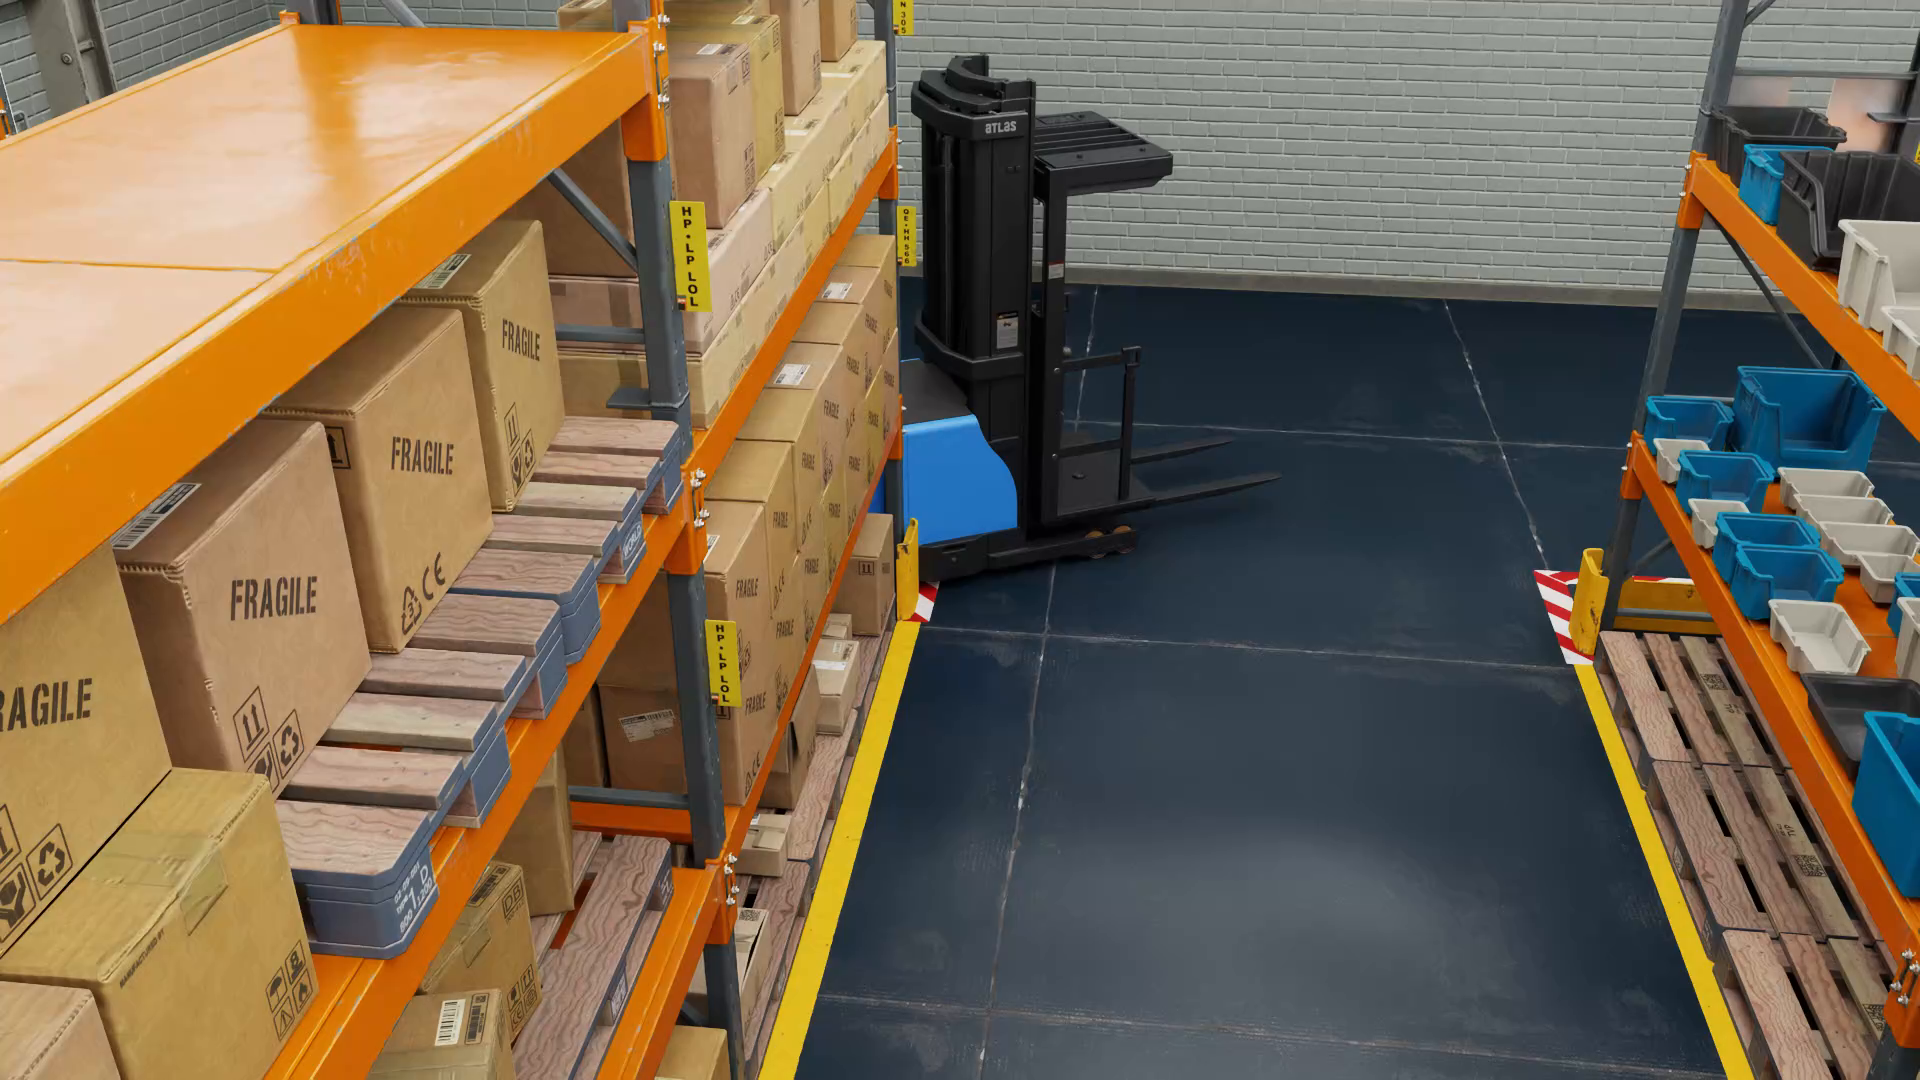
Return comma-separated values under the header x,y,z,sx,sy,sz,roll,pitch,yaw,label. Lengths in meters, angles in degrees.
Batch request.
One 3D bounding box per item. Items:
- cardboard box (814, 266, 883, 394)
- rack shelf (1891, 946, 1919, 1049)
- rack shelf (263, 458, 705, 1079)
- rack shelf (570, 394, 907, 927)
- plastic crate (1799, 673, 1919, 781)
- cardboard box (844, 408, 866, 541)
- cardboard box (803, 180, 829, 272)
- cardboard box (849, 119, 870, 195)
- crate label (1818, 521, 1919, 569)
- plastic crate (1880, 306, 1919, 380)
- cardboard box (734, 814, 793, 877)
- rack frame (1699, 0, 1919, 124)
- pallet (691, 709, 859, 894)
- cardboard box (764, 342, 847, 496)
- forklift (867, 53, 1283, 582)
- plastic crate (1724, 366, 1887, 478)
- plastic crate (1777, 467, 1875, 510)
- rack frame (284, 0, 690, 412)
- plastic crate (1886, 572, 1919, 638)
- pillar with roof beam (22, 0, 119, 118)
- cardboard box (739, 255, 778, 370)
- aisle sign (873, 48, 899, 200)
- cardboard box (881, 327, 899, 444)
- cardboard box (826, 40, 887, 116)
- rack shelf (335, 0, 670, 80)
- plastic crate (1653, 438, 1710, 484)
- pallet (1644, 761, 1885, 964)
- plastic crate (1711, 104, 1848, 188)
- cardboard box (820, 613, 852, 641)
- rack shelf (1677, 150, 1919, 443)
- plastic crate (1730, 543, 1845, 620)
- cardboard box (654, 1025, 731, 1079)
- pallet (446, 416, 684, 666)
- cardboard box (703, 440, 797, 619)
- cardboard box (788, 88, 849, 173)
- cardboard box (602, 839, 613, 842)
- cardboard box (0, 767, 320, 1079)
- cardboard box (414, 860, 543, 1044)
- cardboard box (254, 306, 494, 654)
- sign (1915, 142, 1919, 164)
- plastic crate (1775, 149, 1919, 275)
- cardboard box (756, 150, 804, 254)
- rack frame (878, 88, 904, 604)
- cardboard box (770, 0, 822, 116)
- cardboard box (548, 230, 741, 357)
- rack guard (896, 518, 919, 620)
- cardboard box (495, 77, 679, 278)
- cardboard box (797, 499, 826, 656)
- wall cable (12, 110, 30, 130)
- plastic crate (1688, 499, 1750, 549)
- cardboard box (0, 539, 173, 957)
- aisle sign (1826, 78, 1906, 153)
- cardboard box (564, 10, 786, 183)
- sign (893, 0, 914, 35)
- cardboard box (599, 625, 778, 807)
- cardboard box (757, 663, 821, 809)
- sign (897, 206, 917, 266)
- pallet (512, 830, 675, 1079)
x,y,z,sx,sy,sz,roll,pitch,yaw,label
-0.673,-1.021,8.116,0.500,0.500,0.500,4,29,8,cardboard box
3.350,2.430,3.627,1.077,0.370,4.000,3,28,6,rack shelf
-1.566,0.820,3.453,1.077,0.370,4.000,3,28,6,rack shelf
-1.076,0.258,7.660,1.077,0.370,4.000,3,28,6,rack shelf
3.465,0.724,6.262,0.437,0.125,0.590,3,28,6,plastic crate
-0.742,-0.339,7.903,0.500,0.500,0.500,4,29,7,cardboard box
-0.830,-1.293,6.774,0.500,0.250,0.500,3,28,6,cardboard box
-0.704,-1.763,7.648,0.500,0.250,0.500,3,28,6,cardboard box
4.105,0.041,7.517,0.396,0.136,0.243,3,28,6,crate label
3.373,-0.653,5.707,0.293,0.136,0.466,3,28,6,plastic crate
-0.958,1.343,7.409,0.380,0.166,0.250,3,28,6,cardboard box
4.085,-3.352,7.276,1.000,3.000,0.127,3,28,6,rack frame
-1.089,1.211,8.072,1.003,0.211,1.213,3,28,6,pallet
-0.795,-0.535,7.213,0.500,0.500,0.500,4,29,8,cardboard box
0.581,-1.398,10.046,3.031,2.935,1.130,-10,30,-19,forklift
4.229,-0.584,8.364,0.616,0.435,0.499,3,28,6,plastic crate
4.165,-0.227,8.015,0.396,0.136,0.243,3,28,6,plastic crate
-1.321,-1.759,4.319,1.000,3.000,0.127,3,28,6,rack frame
4.088,0.318,6.902,0.416,0.233,0.300,3,28,6,plastic crate
-2.002,-4.999,10.333,9.100,9.000,0.400,3,28,6,pillar with roof beam
-0.950,-0.822,5.900,0.500,0.250,0.500,3,28,6,cardboard box
-0.518,-2.159,8.646,0.394,0.787,0.004,3,28,6,aisle sign
-0.615,-0.818,8.792,0.500,0.500,0.500,4,29,8,cardboard box
-0.640,-2.218,7.966,0.500,0.250,0.500,3,28,6,cardboard box
-1.076,-2.382,6.238,1.077,0.370,4.000,3,28,6,rack shelf
3.607,-0.378,8.296,0.250,0.136,0.298,3,28,6,plastic crate
3.794,1.475,7.581,1.003,0.211,1.213,3,28,6,pallet
3.761,-1.809,7.712,0.497,0.269,0.590,3,28,6,plastic crate
-0.792,0.509,8.958,0.380,0.166,0.250,3,28,6,cardboard box
3.840,-0.773,6.411,1.077,0.370,4.000,3,28,6,rack shelf
3.530,0.195,7.131,0.416,0.233,0.300,3,28,6,plastic crate
-1.097,2.038,5.768,0.500,0.500,0.500,3,28,6,cardboard box
-1.470,-0.052,4.512,1.213,0.211,1.003,3,28,6,pallet
-0.921,-0.050,6.313,0.500,0.500,0.500,2,28,5,cardboard box
-0.766,-1.748,7.092,0.500,0.250,0.500,3,28,6,cardboard box
-1.532,1.505,6.758,0.500,0.500,0.500,3,28,6,cardboard box
-1.665,0.709,2.796,0.910,0.500,0.500,3,28,6,cardboard box
-1.622,1.191,4.621,0.700,0.500,0.500,8,29,14,cardboard box
-1.515,-0.162,3.864,0.600,0.600,0.600,3,28,6,cardboard box
4.633,-1.961,7.967,0.100,0.325,0.005,3,28,6,sign
3.625,-1.301,6.697,0.504,0.338,0.767,3,28,6,plastic crate
-0.882,-1.277,6.218,0.500,0.250,0.500,3,28,6,cardboard box
-0.831,-1.000,9.236,1.000,3.000,0.127,3,28,6,rack frame
-0.977,-2.090,6.937,0.700,0.500,0.500,3,28,6,cardboard box
-1.014,-0.807,5.345,0.500,0.250,0.500,3,28,6,cardboard box
-0.840,0.136,9.763,1.175,0.500,0.348,3,28,6,rack guard
-1.299,-1.153,5.198,0.700,0.500,0.500,3,28,6,cardboard box
-0.865,0.138,7.018,0.500,0.500,0.500,3,28,6,cardboard box
-6.529,-2.392,10.747,0.084,1.984,1.851,3,28,6,wall cable
3.523,-0.059,7.703,0.250,0.136,0.298,3,28,6,plastic crate
-1.626,0.275,2.546,0.500,0.500,0.500,3,28,6,cardboard box
4.385,-1.872,8.114,0.394,0.787,0.004,3,28,6,aisle sign
-1.042,-1.616,6.057,0.700,0.500,0.500,3,28,6,cardboard box
-0.282,-2.669,8.238,0.100,0.325,0.005,3,28,6,sign
-0.988,0.614,6.134,0.500,0.500,0.500,4,29,8,cardboard box
-1.096,0.903,7.871,0.797,0.503,0.637,3,28,6,cardboard box
-0.282,-1.608,8.810,0.100,0.325,0.005,3,28,6,sign
-1.527,1.337,5.101,1.003,0.211,1.213,3,28,6,pallet
